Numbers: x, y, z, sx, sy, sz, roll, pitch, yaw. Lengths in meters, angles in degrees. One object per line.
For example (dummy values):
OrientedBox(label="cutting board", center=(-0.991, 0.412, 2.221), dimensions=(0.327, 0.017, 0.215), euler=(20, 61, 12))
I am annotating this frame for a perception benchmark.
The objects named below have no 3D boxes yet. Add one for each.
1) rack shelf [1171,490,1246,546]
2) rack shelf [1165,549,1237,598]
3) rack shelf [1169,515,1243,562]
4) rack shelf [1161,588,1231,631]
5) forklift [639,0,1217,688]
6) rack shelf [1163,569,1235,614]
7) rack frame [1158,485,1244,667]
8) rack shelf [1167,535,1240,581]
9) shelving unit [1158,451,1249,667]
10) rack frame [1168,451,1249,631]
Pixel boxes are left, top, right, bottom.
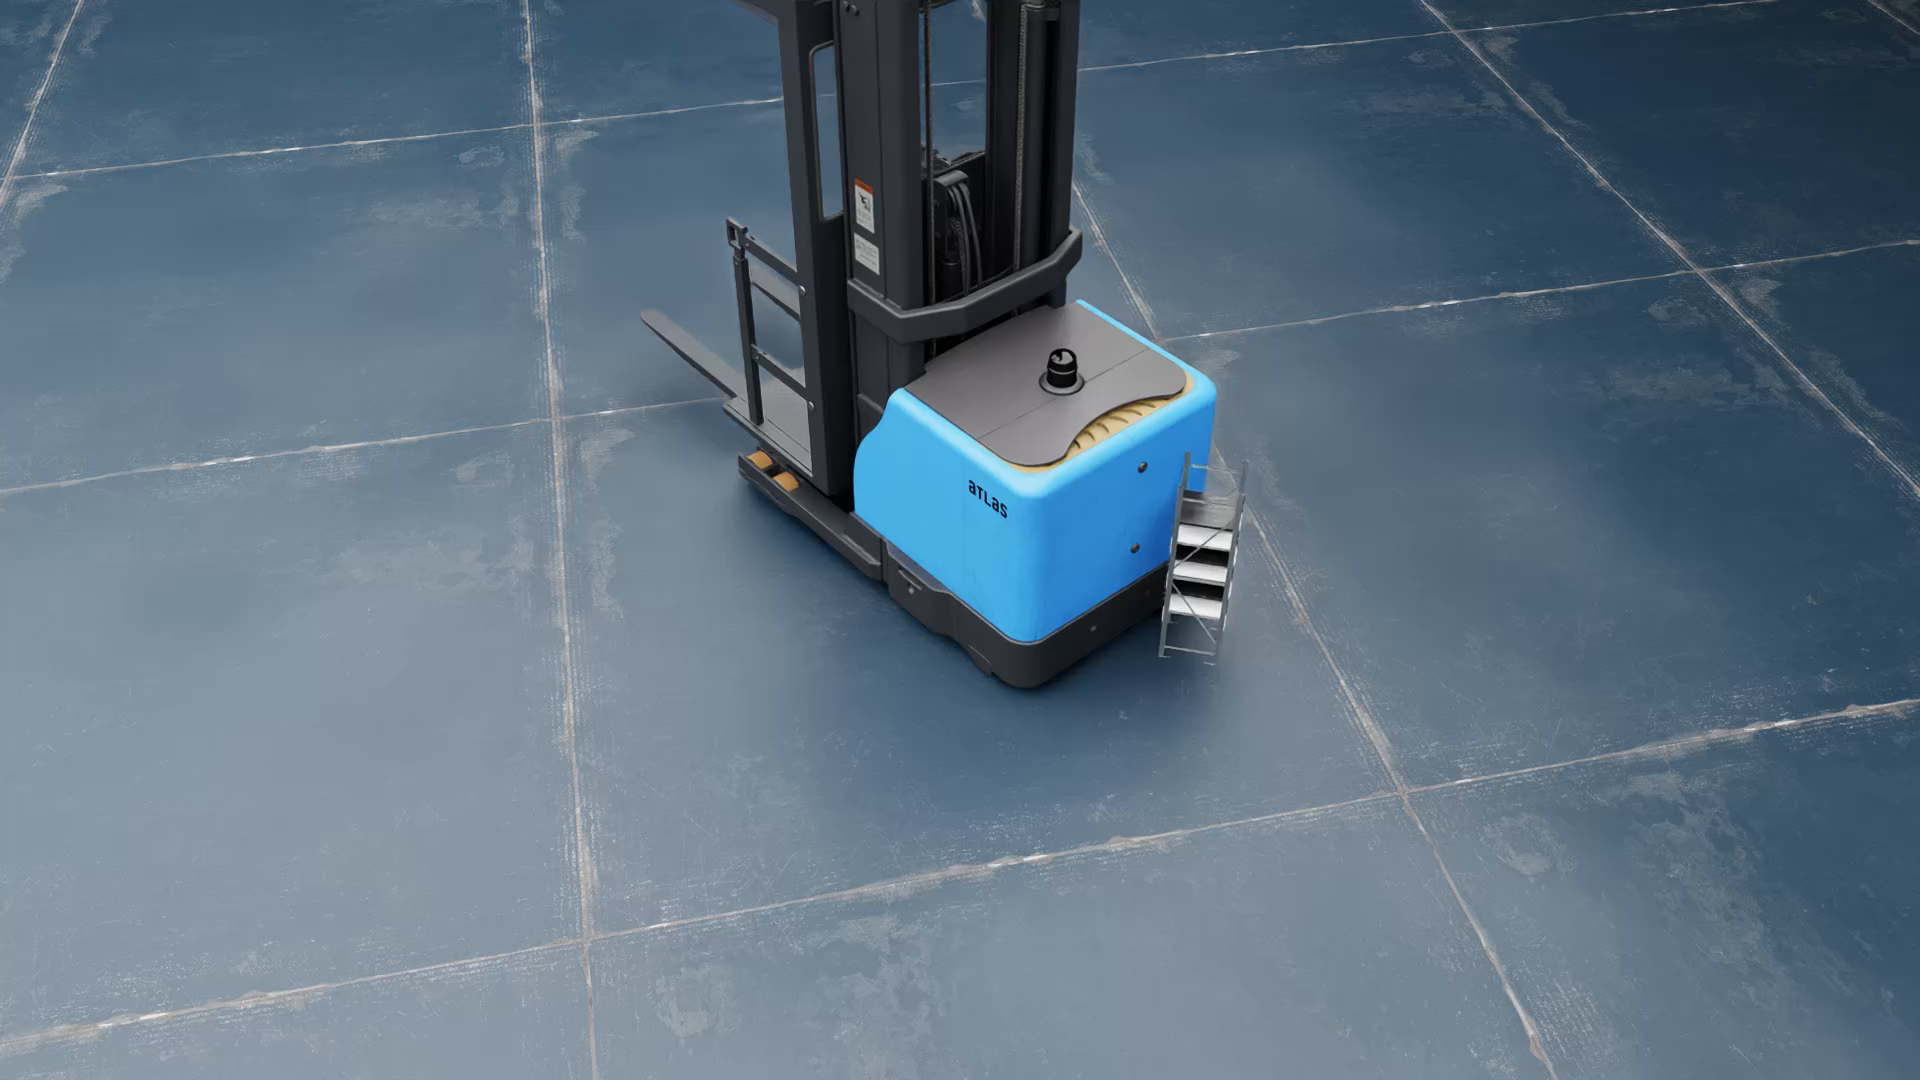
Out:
OrientedBox(label="rack shelf", center=(0.943, -0.090, 6.317), dimensions=(0.258, 0.077, 0.200), euler=(9, 42, 10))
OrientedBox(label="rack shelf", center=(0.943, 0.111, 6.496), dimensions=(0.258, 0.077, 0.200), euler=(9, 42, 10))
OrientedBox(label="rack shelf", center=(0.943, -0.023, 6.376), dimensions=(0.258, 0.077, 0.200), euler=(9, 42, 10))
OrientedBox(label="rack shelf", center=(0.942, 0.246, 6.616), dimensions=(0.258, 0.077, 0.200), euler=(9, 42, 10))
OrientedBox(label="forklift", center=(-0.342, -1.426, 6.649), dimensions=(1.130, 2.935, 3.031), euler=(-30, 49, -29))
OrientedBox(label="rack shelf", center=(0.942, 0.179, 6.556), dimensions=(0.258, 0.077, 0.200), euler=(9, 42, 10))
OrientedBox(label="rack frame", center=(0.920, 0.152, 6.400), dimensions=(0.240, 0.900, 0.006), euler=(9, 42, 10))
OrientedBox(label="rack shelf", center=(0.943, 0.044, 6.436), dimensions=(0.258, 0.077, 0.200), euler=(9, 42, 10))
OrientedBox(label="shelving unit", center=(0.943, 0.086, 6.474), dimensions=(0.258, 0.900, 0.210), euler=(9, 42, 10))
OrientedBox(label="rack frame", center=(0.966, 0.021, 6.548), dimensions=(0.240, 0.900, 0.006), euler=(9, 42, 10))
